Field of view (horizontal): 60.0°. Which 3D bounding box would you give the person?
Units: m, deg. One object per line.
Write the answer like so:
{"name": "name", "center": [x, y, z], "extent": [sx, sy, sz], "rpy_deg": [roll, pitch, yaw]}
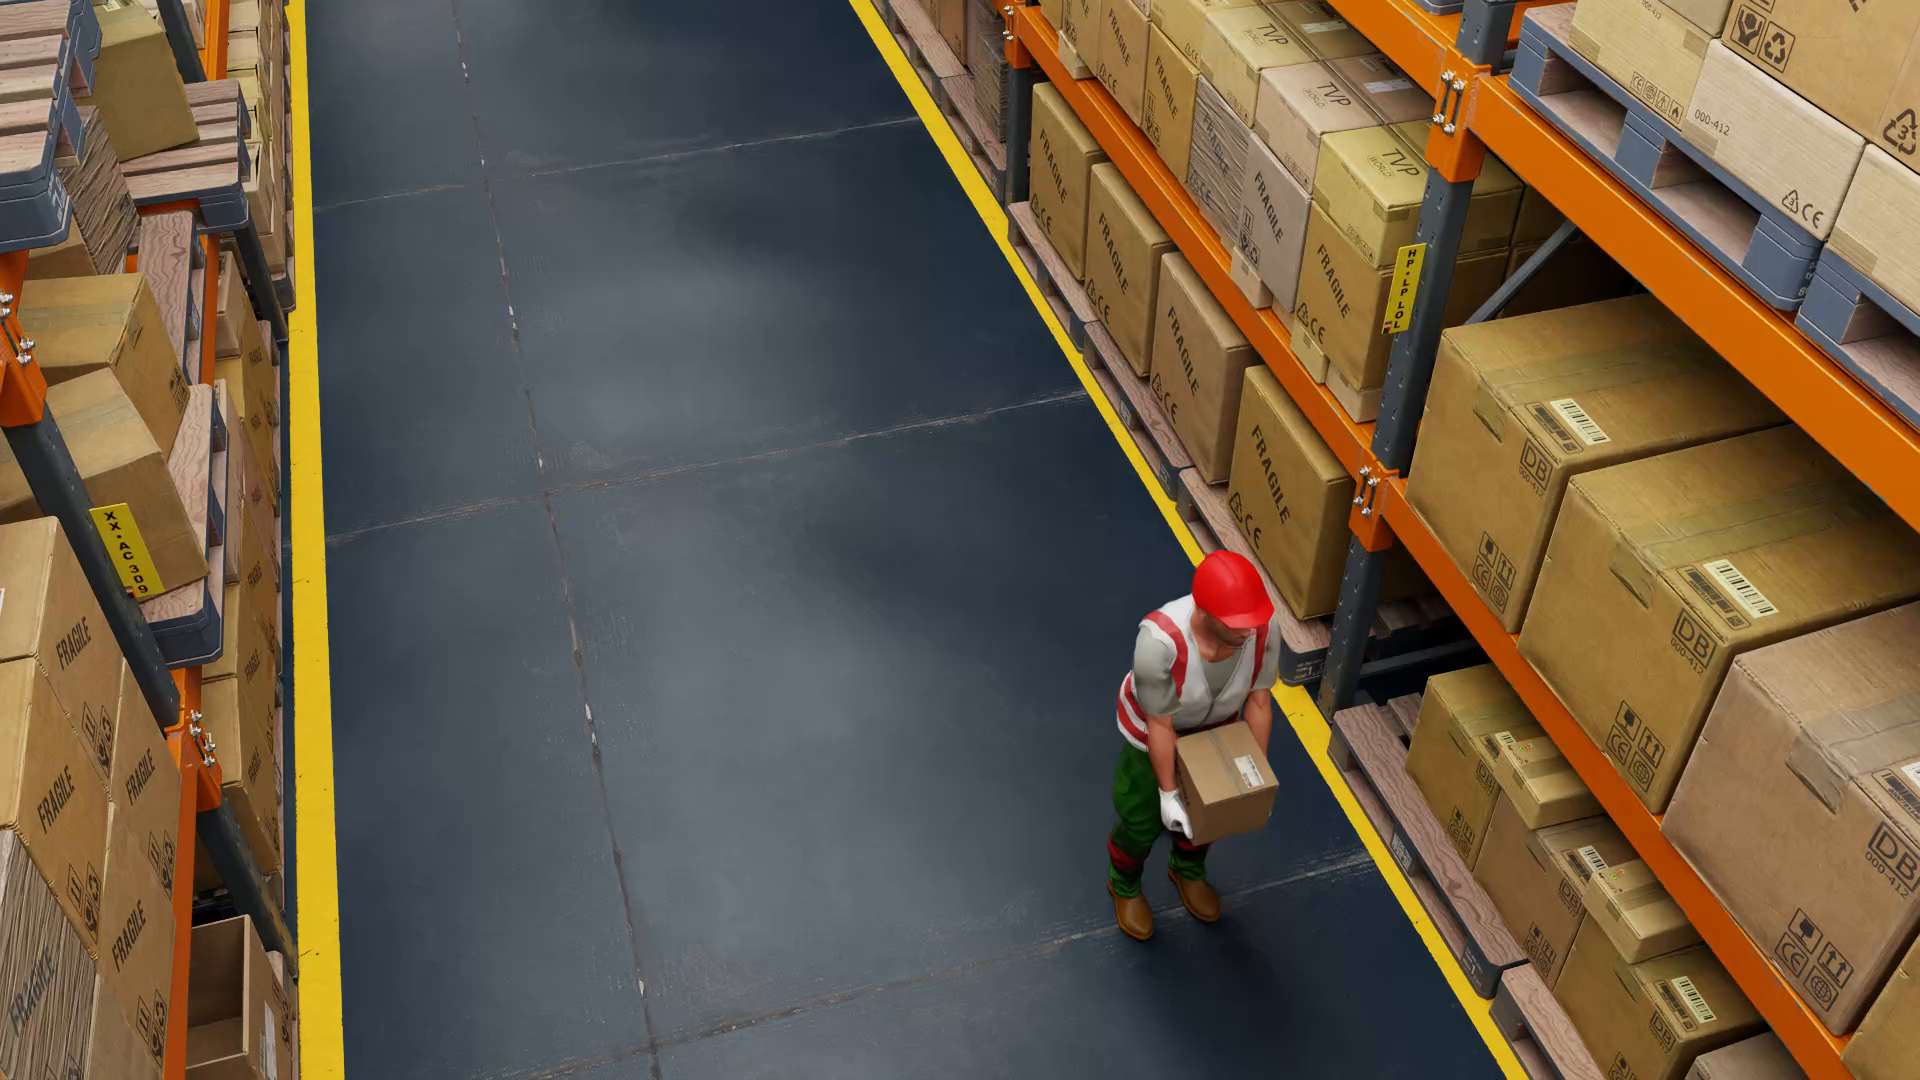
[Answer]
{"name": "person", "center": [0.757, 0.693, 5.388], "extent": [0.469, 1.760, 0.583], "rpy_deg": [-13, 43, -14]}
